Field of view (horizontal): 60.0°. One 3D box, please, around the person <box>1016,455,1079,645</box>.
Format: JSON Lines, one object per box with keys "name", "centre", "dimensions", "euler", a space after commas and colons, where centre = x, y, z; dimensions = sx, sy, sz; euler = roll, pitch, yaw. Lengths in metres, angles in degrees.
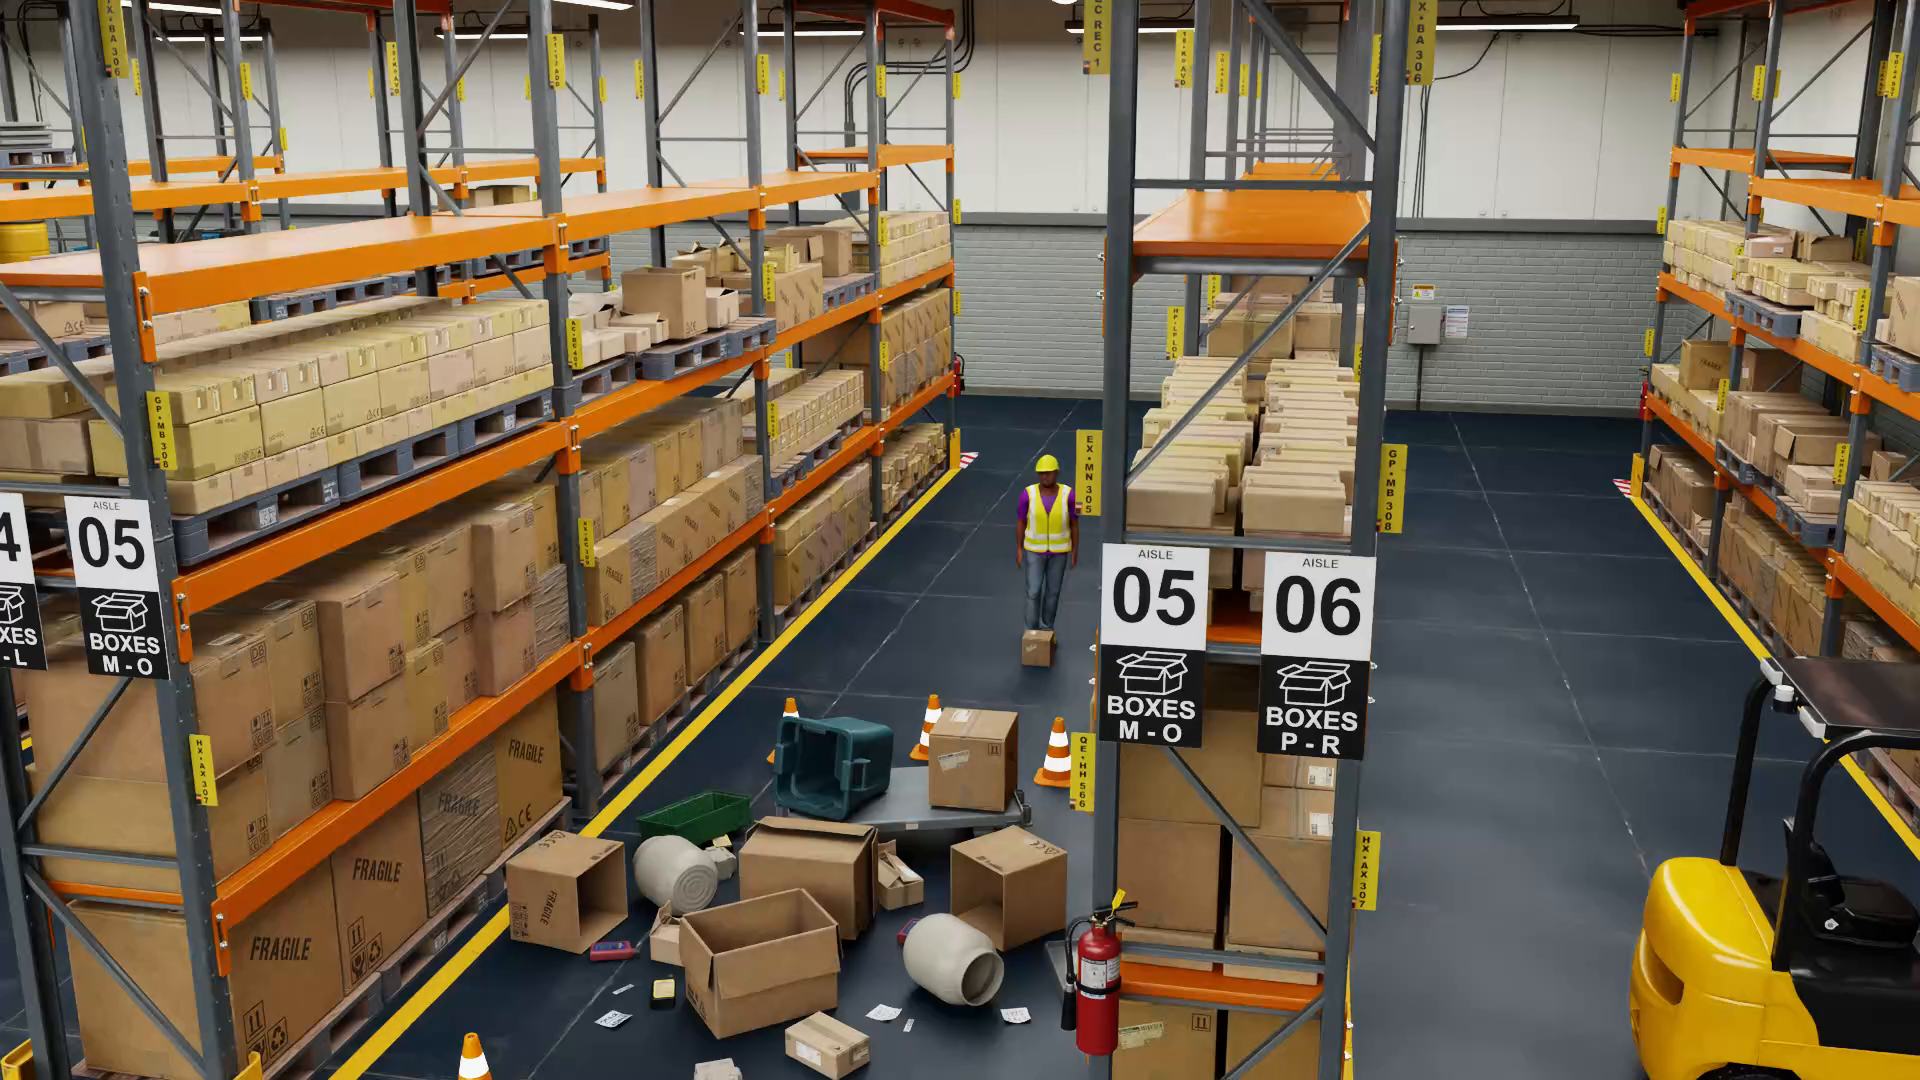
{"name": "person", "centre": [0.793, 0.113, 15.003], "dimensions": [0.570, 1.772, 0.509], "euler": [0, 15, 1]}
